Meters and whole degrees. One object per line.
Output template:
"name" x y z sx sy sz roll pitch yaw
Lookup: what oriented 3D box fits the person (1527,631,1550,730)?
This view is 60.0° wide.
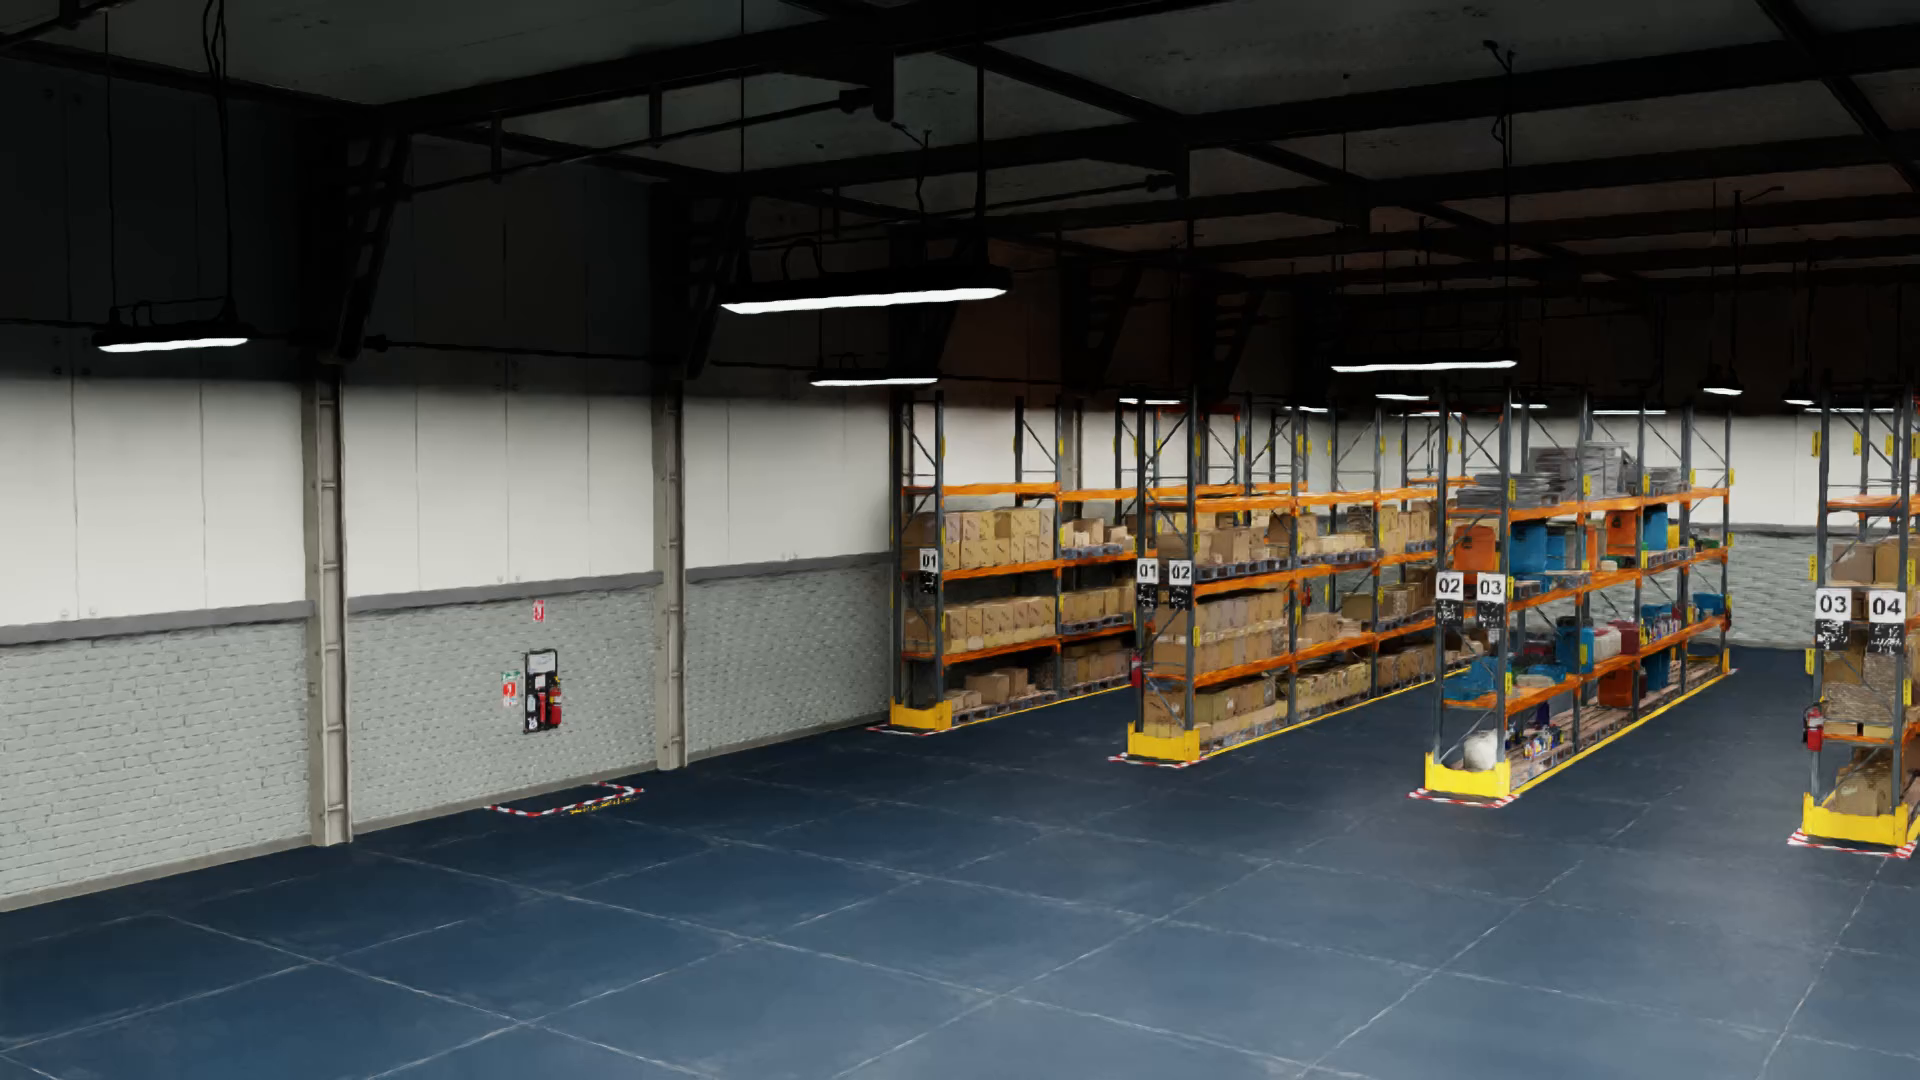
"person" 9.848 2.375 28.289 0.591 1.634 0.530 -3 4 -44

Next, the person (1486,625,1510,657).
"person" 11.648 2.170 36.043 0.497 1.583 1.090 2 4 37
